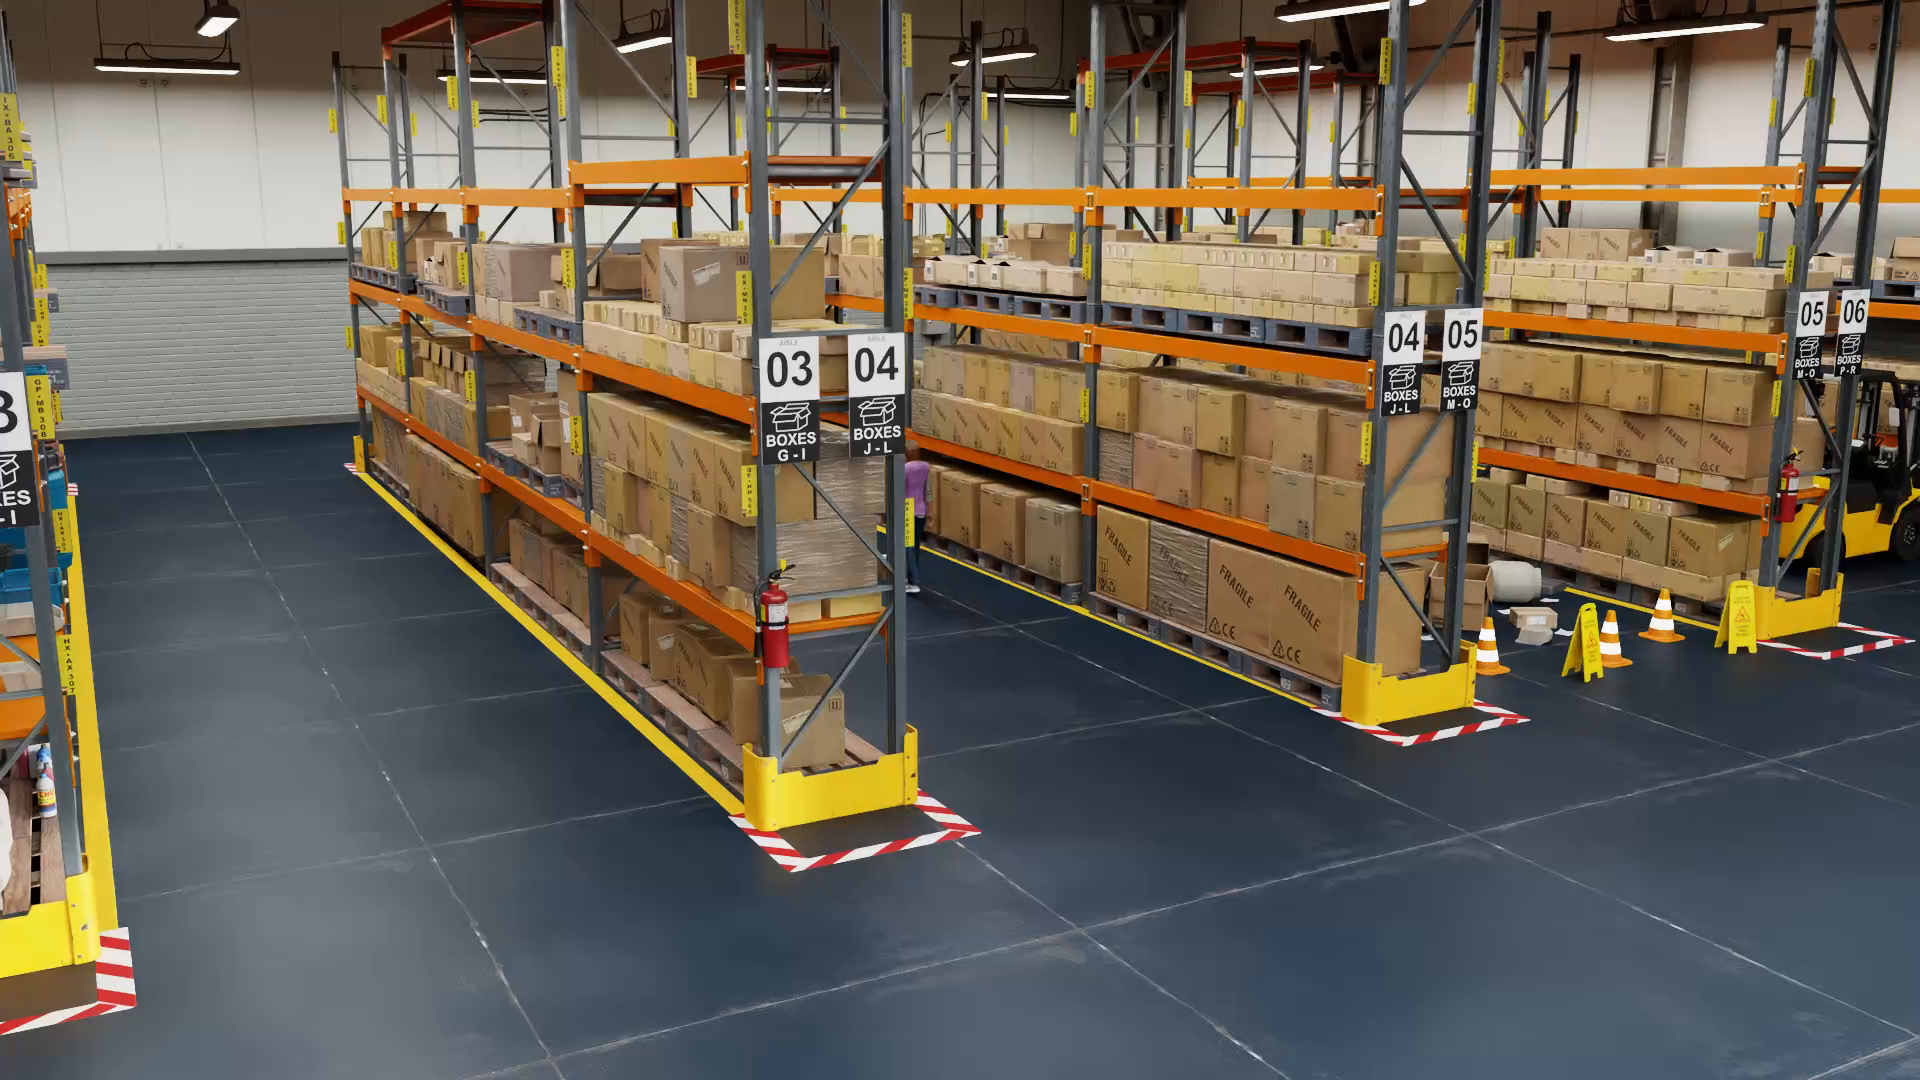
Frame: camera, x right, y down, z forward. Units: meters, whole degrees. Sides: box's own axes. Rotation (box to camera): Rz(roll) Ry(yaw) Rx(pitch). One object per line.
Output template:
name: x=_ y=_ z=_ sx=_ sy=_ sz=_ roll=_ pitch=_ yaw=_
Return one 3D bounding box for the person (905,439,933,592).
person: x=-0.533 y=-0.265 z=17.187 sx=0.458 sy=1.565 sz=0.701 roll=-7 pitch=14 yaw=-29
